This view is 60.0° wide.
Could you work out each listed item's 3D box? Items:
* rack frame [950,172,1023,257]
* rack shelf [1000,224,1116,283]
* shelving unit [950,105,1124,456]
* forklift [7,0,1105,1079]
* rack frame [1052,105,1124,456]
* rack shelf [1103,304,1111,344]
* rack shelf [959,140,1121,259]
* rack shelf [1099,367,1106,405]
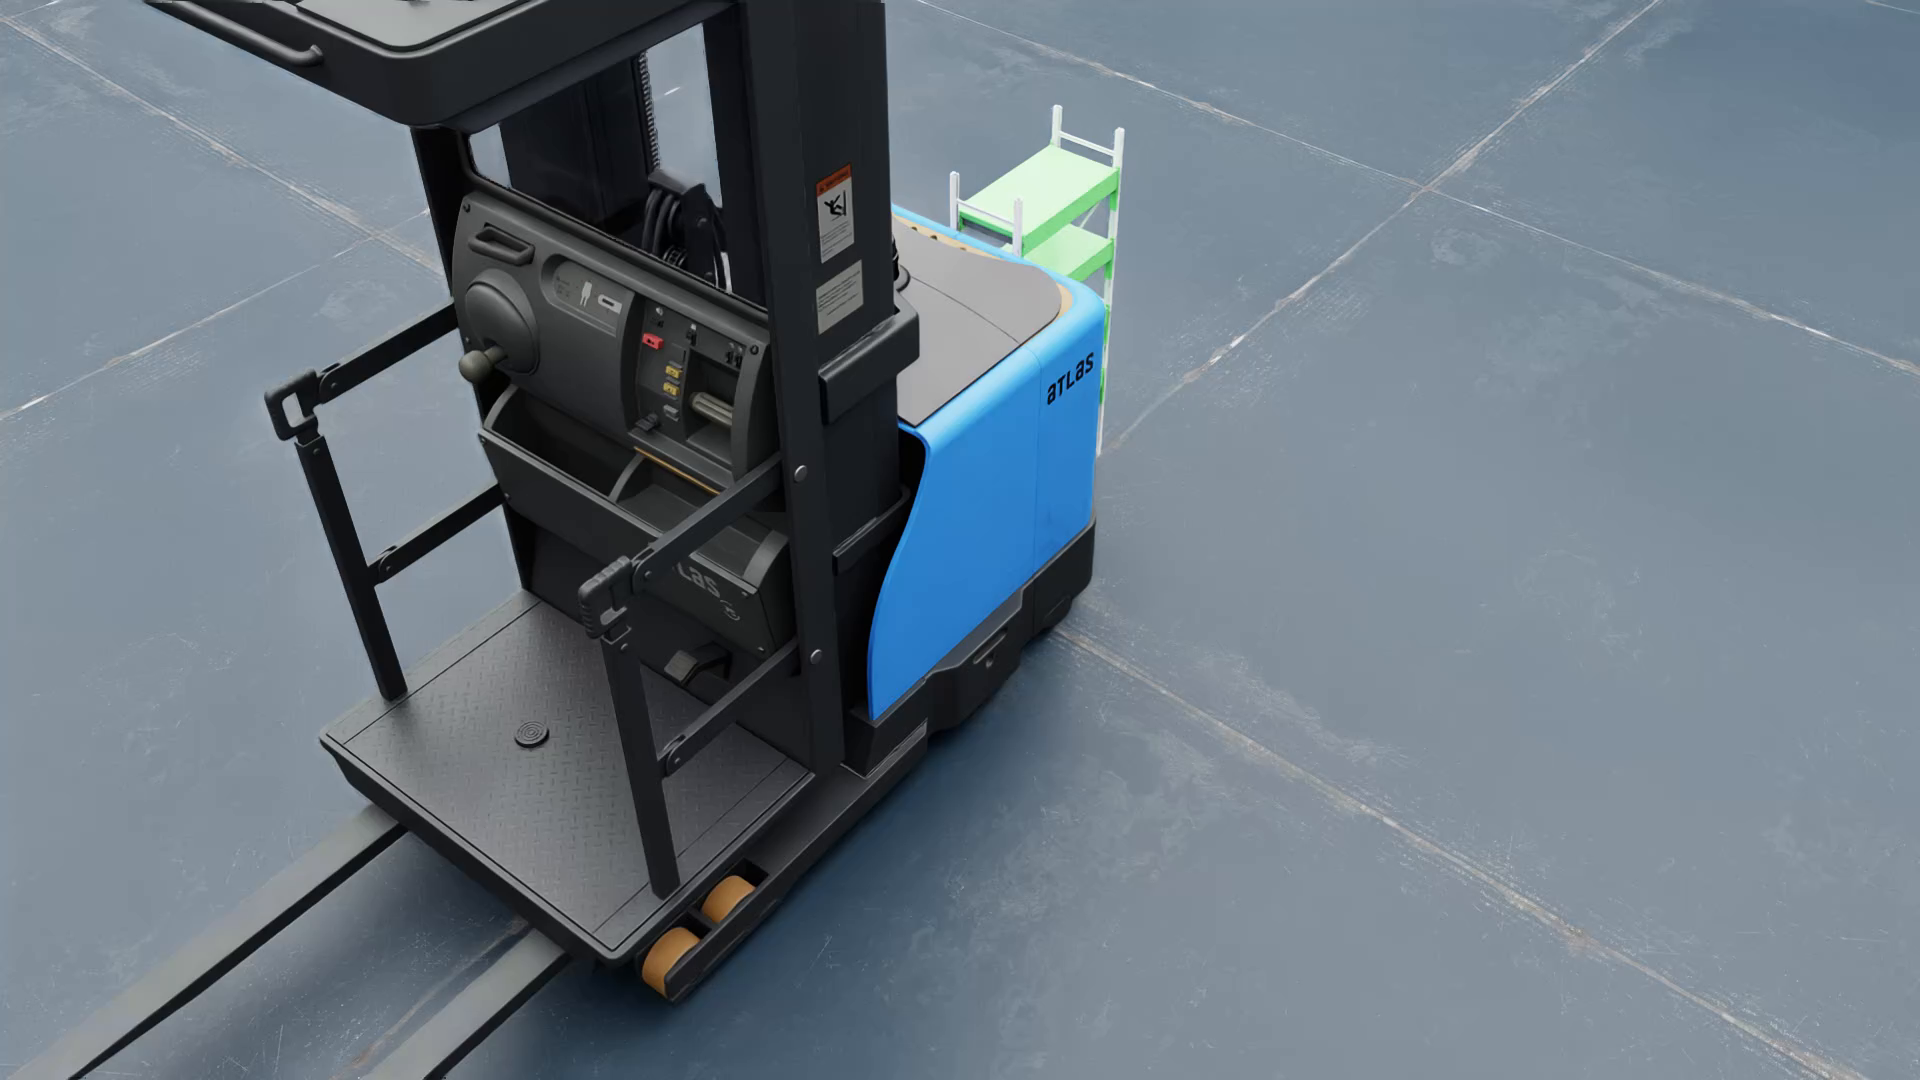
[{"bbox_3d":[0.071,-0.518,4.928,0.240,1.200,0.015,28,49,27],"label":"rack frame"},{"bbox_3d":[0.221,-0.778,4.952,0.258,0.148,0.480,28,49,27],"label":"rack shelf"},{"bbox_3d":[0.221,-0.648,5.070,0.258,1.200,0.503,28,49,27],"label":"shelving unit"},{"bbox_3d":[-0.903,-0.360,3.467,1.130,2.935,3.031,28,49,27],"label":"forklift"},{"bbox_3d":[0.371,-0.777,5.213,0.240,1.200,0.015,28,49,27],"label":"rack frame"},{"bbox_3d":[0.221,-0.600,5.113,0.258,0.148,0.480,28,49,27],"label":"rack shelf"},{"bbox_3d":[0.221,-0.955,4.790,0.258,0.148,0.480,28,49,27],"label":"rack shelf"},{"bbox_3d":[0.221,-0.423,5.275,0.258,0.148,0.480,28,49,27],"label":"rack shelf"}]
